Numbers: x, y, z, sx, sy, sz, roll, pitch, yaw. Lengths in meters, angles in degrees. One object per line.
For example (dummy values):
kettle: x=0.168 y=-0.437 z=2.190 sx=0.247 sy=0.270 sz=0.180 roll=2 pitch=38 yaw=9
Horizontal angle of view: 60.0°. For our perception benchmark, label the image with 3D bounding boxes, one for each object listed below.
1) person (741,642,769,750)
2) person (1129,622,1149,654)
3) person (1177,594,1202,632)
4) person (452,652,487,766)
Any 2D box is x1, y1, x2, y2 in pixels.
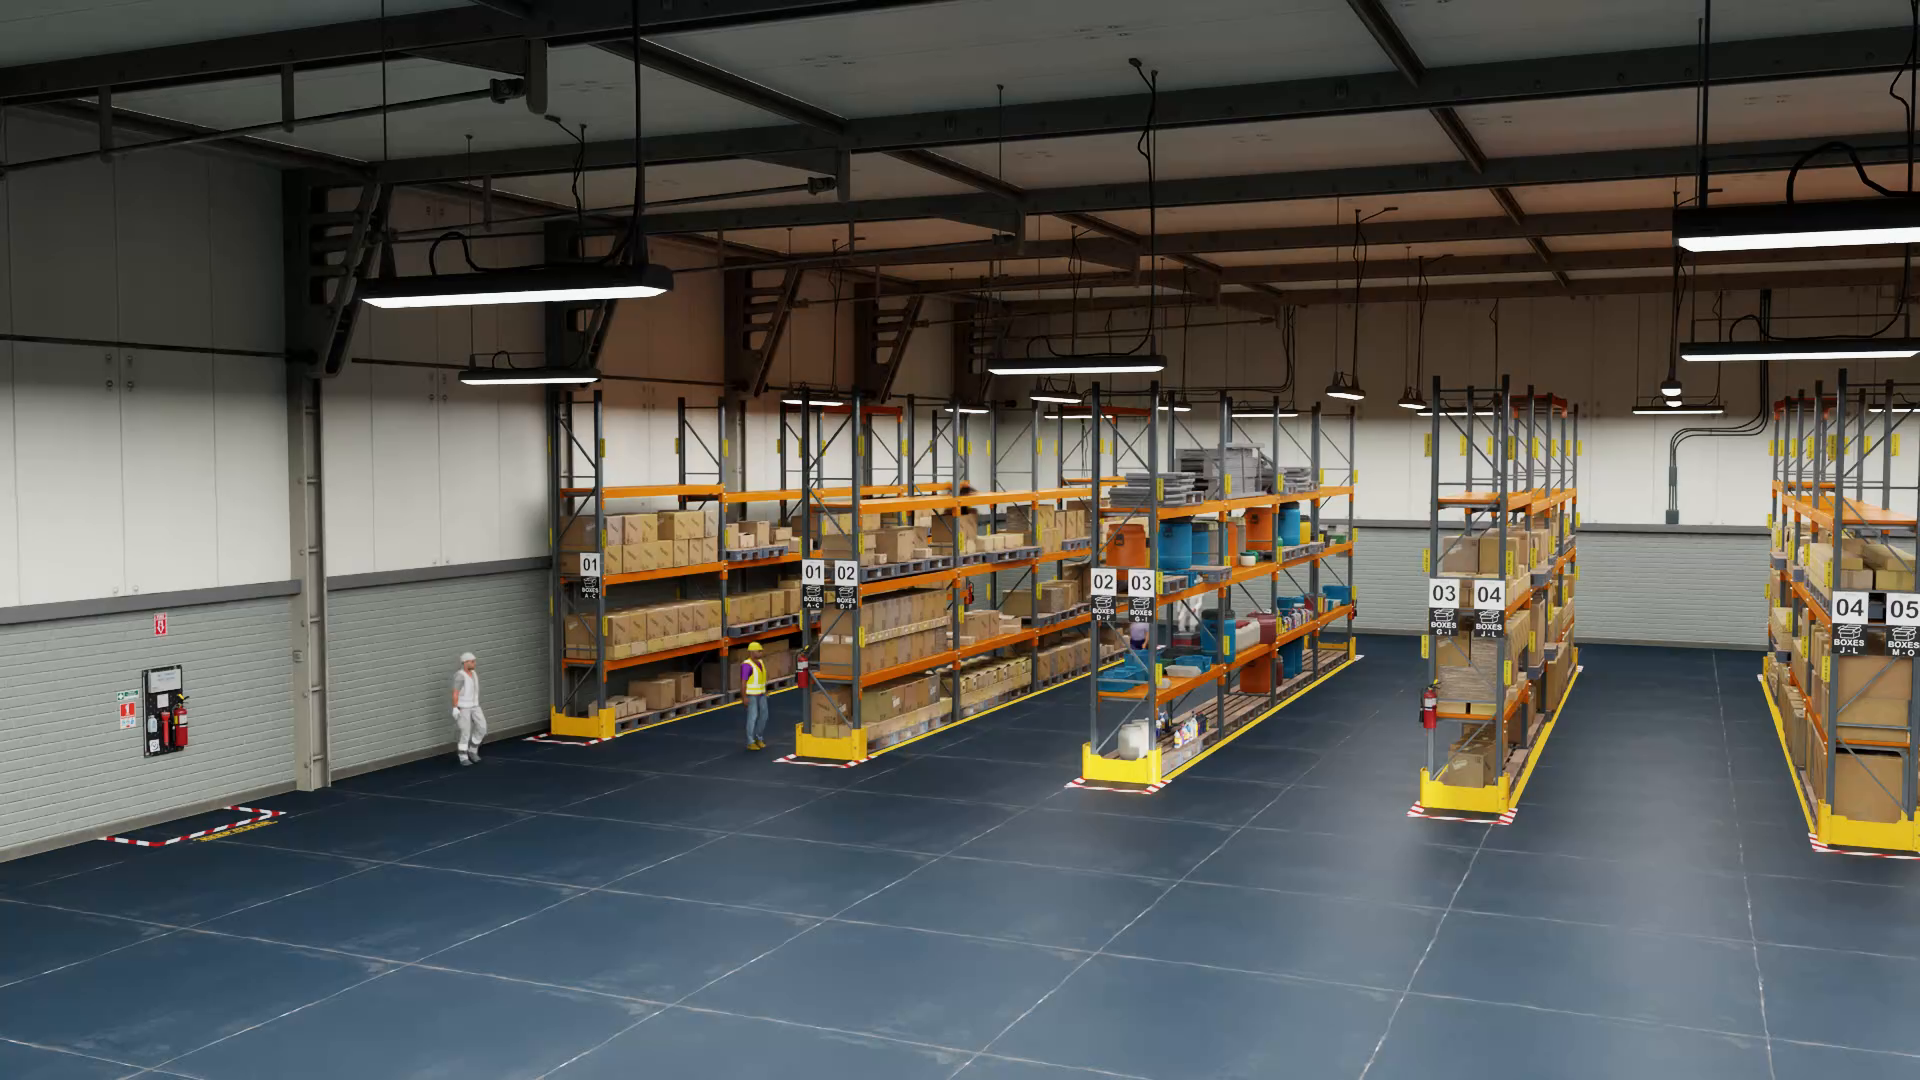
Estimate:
person: x=-3.417 y=2.626 z=27.752 sx=0.399 sy=1.840 sz=0.660 roll=2 pitch=4 yaw=27
person: x=3.815 y=2.246 z=35.434 sx=0.491 sy=1.590 sz=0.976 roll=1 pitch=3 yaw=22
person: x=5.699 y=1.886 z=41.425 sx=0.673 sy=1.815 sz=0.935 roll=1 pitch=3 yaw=23
person: x=-7.806 y=2.665 z=26.290 sx=0.409 sy=1.785 sz=0.677 roll=1 pitch=3 yaw=25
